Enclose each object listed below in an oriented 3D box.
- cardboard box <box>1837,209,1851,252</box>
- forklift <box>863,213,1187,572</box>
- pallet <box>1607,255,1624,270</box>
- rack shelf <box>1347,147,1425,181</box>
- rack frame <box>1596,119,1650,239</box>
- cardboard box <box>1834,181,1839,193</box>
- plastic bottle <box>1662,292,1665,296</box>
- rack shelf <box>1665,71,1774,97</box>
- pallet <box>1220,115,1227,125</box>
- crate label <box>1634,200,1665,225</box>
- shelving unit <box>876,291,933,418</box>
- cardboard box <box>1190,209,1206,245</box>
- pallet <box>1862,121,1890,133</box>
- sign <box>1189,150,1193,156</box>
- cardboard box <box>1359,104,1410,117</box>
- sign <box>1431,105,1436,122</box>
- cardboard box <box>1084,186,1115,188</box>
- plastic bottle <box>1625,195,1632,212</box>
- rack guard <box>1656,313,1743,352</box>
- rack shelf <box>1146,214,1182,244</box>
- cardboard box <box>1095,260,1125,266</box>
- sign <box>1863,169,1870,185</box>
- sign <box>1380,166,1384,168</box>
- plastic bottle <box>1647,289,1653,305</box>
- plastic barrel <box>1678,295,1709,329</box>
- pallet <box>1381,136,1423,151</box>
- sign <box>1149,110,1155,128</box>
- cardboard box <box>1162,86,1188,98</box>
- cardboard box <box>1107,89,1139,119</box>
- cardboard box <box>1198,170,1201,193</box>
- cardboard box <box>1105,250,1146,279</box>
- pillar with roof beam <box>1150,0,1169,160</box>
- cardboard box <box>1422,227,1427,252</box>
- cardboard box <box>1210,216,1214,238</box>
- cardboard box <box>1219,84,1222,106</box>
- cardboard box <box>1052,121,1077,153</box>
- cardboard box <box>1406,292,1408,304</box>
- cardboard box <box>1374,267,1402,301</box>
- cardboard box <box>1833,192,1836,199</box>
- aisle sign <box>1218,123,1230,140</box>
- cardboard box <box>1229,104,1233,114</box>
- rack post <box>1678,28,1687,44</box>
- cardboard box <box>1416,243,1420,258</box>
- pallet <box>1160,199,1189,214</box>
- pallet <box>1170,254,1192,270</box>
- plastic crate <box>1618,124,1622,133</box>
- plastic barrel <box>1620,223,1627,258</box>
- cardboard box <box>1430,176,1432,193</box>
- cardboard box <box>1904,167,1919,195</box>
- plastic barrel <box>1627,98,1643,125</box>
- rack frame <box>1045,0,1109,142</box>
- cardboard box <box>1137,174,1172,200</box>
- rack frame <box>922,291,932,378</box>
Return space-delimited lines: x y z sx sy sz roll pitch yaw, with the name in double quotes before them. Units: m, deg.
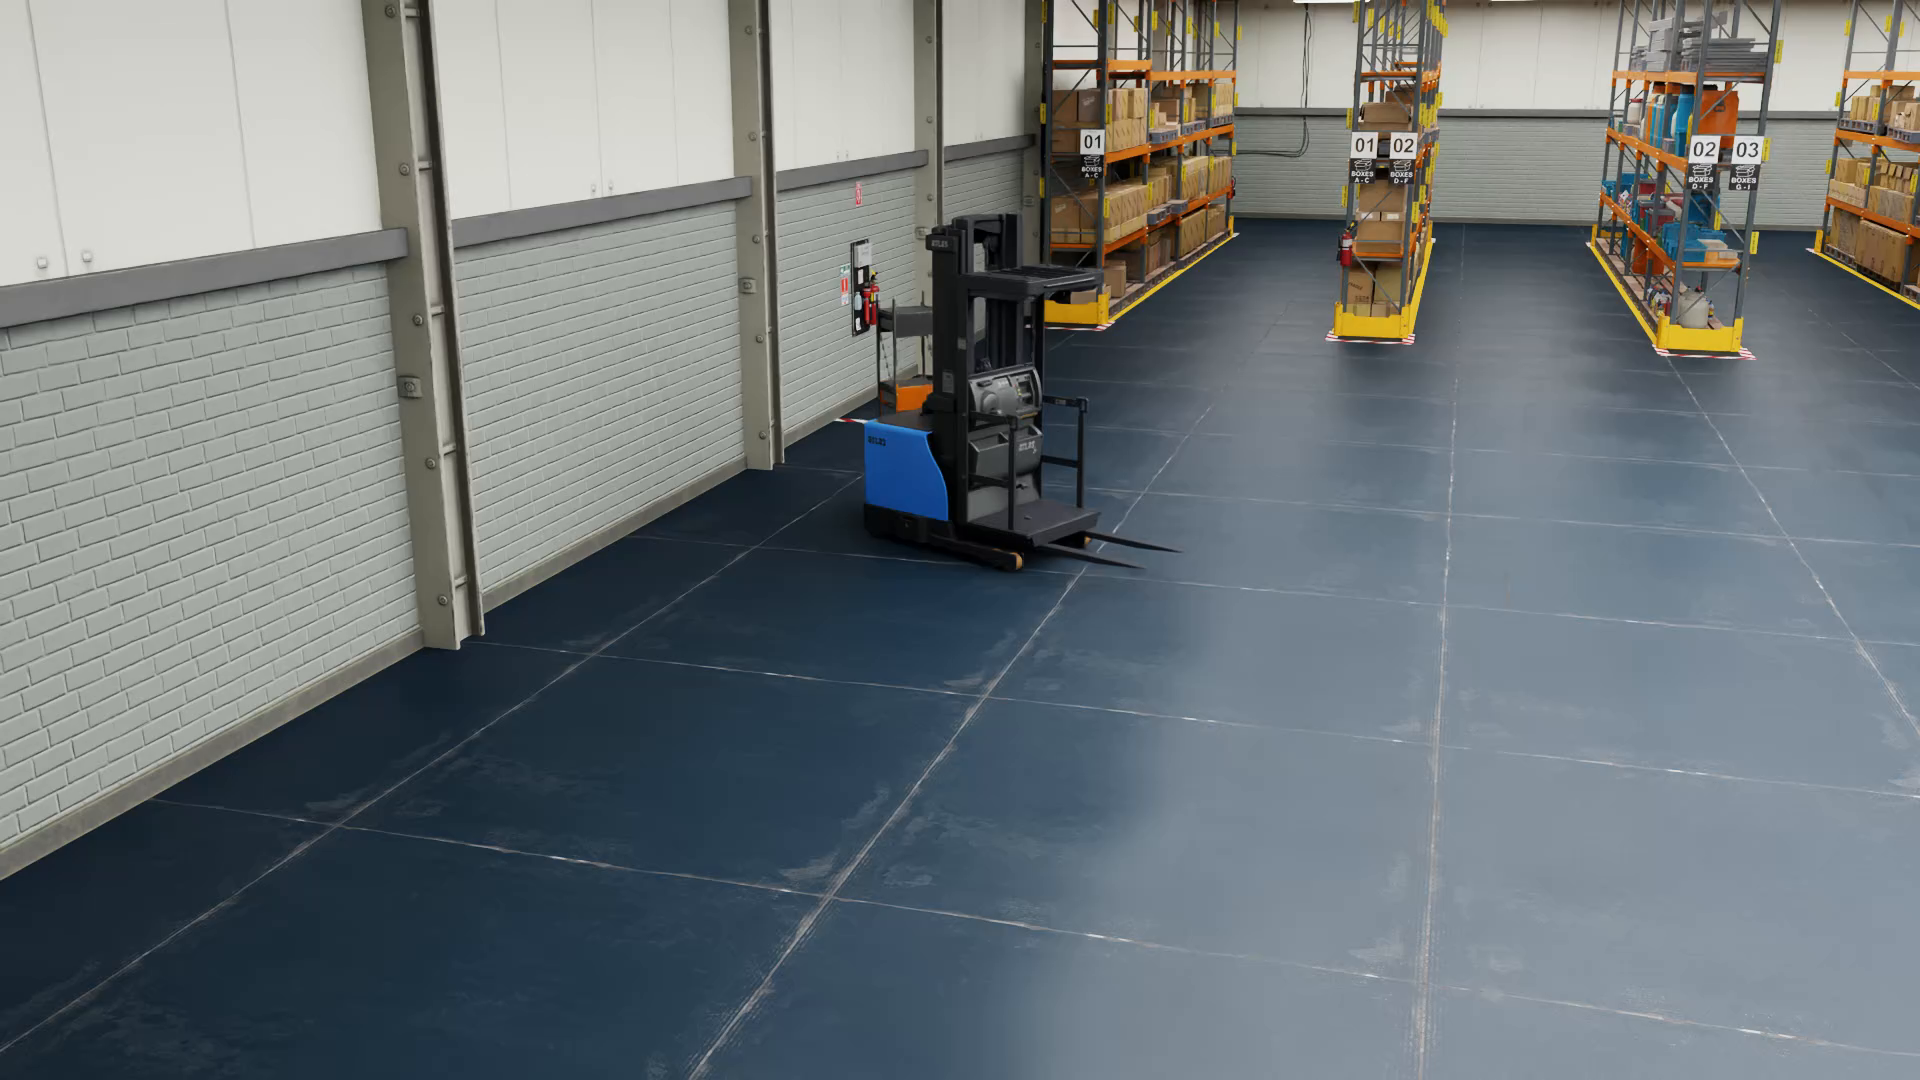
"cardboard box" 20.341 -6.949 37.377 0.875 0.875 0.875 5 16 16
"forklift" 0.561 -1.301 14.465 3.031 2.935 1.130 13 20 38
"pallet" 14.560 -5.978 35.941 1.003 0.211 1.213 5 16 16
"rack shelf" 7.229 -6.384 28.083 1.077 0.370 4.000 5 16 16
"rack frame" 15.956 -8.565 39.950 1.000 3.000 0.127 5 16 16
"cardboard box" 20.168 -8.011 37.726 0.500 0.250 0.500 4 16 15
"plastic bottle" 11.993 -4.098 28.396 0.097 0.271 0.097 0 16 0
"rack shelf" 11.977 -7.250 26.371 1.077 0.370 4.000 5 16 16
"pallet" 5.911 -10.219 40.445 1.003 0.211 1.213 5 16 16
"crate label" 13.141 -6.250 31.724 0.502 0.435 0.616 5 16 16
"shelving unit" -0.480 -1.309 16.008 0.503 2.100 0.431 -9 18 -27
"cardboard box" 5.260 -7.275 38.570 0.750 0.750 0.750 5 17 17
"pallet" 19.810 -8.748 35.261 1.003 0.211 1.213 5 16 16
"sign" 5.927 -9.832 42.687 0.100 0.325 0.005 5 16 16
"cardboard box" 7.208 -7.152 28.255 0.797 0.503 0.637 7 17 22
"sign" 9.464 -8.542 33.279 0.100 0.325 0.005 5 16 16
"cardboard box" 2.562 -6.250 30.653 0.500 0.500 0.500 5 16 16
"plastic bottle" 13.798 -6.925 34.257 0.144 0.351 0.185 5 16 16
"rack guard" 11.385 -3.200 25.616 1.175 0.500 0.348 5 16 16
"rack shelf" 3.615 -6.371 33.533 1.077 0.370 4.000 5 16 16
"cardboard box" 2.790 -4.928 30.903 0.500 0.500 0.500 3 16 12
"sign" 19.035 -7.632 34.928 0.100 0.325 0.005 5 16 16
"sign" 9.548 -8.360 37.641 0.100 0.325 0.005 5 16 16
"plastic bottle" 11.969 -4.191 28.713 0.152 0.276 0.135 5 17 18
"plastic barrel" 11.522 -3.562 26.102 0.421 0.512 0.421 0 16 0
"pallet" 7.231 -6.668 27.926 1.003 0.211 1.213 5 16 16
"sign" 3.569 -7.846 30.969 0.100 0.325 0.005 5 16 16
"cardboard box" 4.802 -9.985 37.095 0.500 0.250 0.500 4 16 14
"cardboard box" 2.880 -7.742 29.499 0.500 0.500 0.500 4 16 14
"cardboard box" 5.144 -8.082 37.483 0.500 0.500 0.500 5 16 16
"cardboard box" 3.240 -5.397 32.555 0.700 0.500 0.500 5 17 18
"pillar with roof beam" 8.817 -11.089 37.856 9.100 9.000 0.400 5 16 16
"cardboard box" 10.205 -6.761 37.366 0.500 0.500 0.500 5 16 16
"cardboard box" 5.777 -7.605 40.377 0.700 0.500 0.500 4 16 15
"cardboard box" 5.932 -10.568 39.464 0.500 0.500 0.500 4 16 15
"cardboard box" 1.786 -6.777 27.929 0.500 0.500 0.500 6 17 20
"cardboard box" 7.454 -4.159 28.684 0.500 0.250 0.500 5 16 16
"cardboard box" 7.167 -4.258 27.661 0.500 0.500 0.500 5 16 16
"cardboard box" 20.143 -7.859 37.920 0.380 0.149 0.250 4 16 15
"aisle sign" 6.765 -10.580 42.288 0.394 0.787 0.004 5 16 16
"cardboard box" 6.503 -10.742 41.451 0.500 0.250 0.500 5 17 18
"rack post" 13.810 -9.818 32.427 0.624 0.289 0.986 5 16 16
"cardboard box" 9.021 -5.850 33.620 0.500 0.311 0.500 5 17 17
"pallet" 4.083 -6.953 34.619 1.213 0.211 1.003 5 16 16
"pallet" 4.480 -6.099 36.367 1.003 0.211 1.213 5 16 16
"plastic crate" 14.650 -8.994 36.354 0.450 0.188 0.662 5 16 16
"plastic barrel" 14.648 -6.570 35.992 0.600 0.901 0.708 5 16 16
"cardboard box" 10.907 -8.462 39.404 0.500 0.500 0.500 4 16 15
"cardboard box" 18.842 -6.979 32.337 0.797 0.503 0.637 5 17 17
"plastic barrel" 14.429 -9.111 35.358 0.433 0.535 0.433 0 16 0
"rack frame" 1.910 -8.033 27.082 1.000 3.000 0.127 5 16 16
"cardboard box" 4.060 -7.376 34.770 0.700 0.500 0.500 3 16 9
"rack frame" -0.265 -1.342 16.119 0.015 2.100 0.400 -9 18 -27
